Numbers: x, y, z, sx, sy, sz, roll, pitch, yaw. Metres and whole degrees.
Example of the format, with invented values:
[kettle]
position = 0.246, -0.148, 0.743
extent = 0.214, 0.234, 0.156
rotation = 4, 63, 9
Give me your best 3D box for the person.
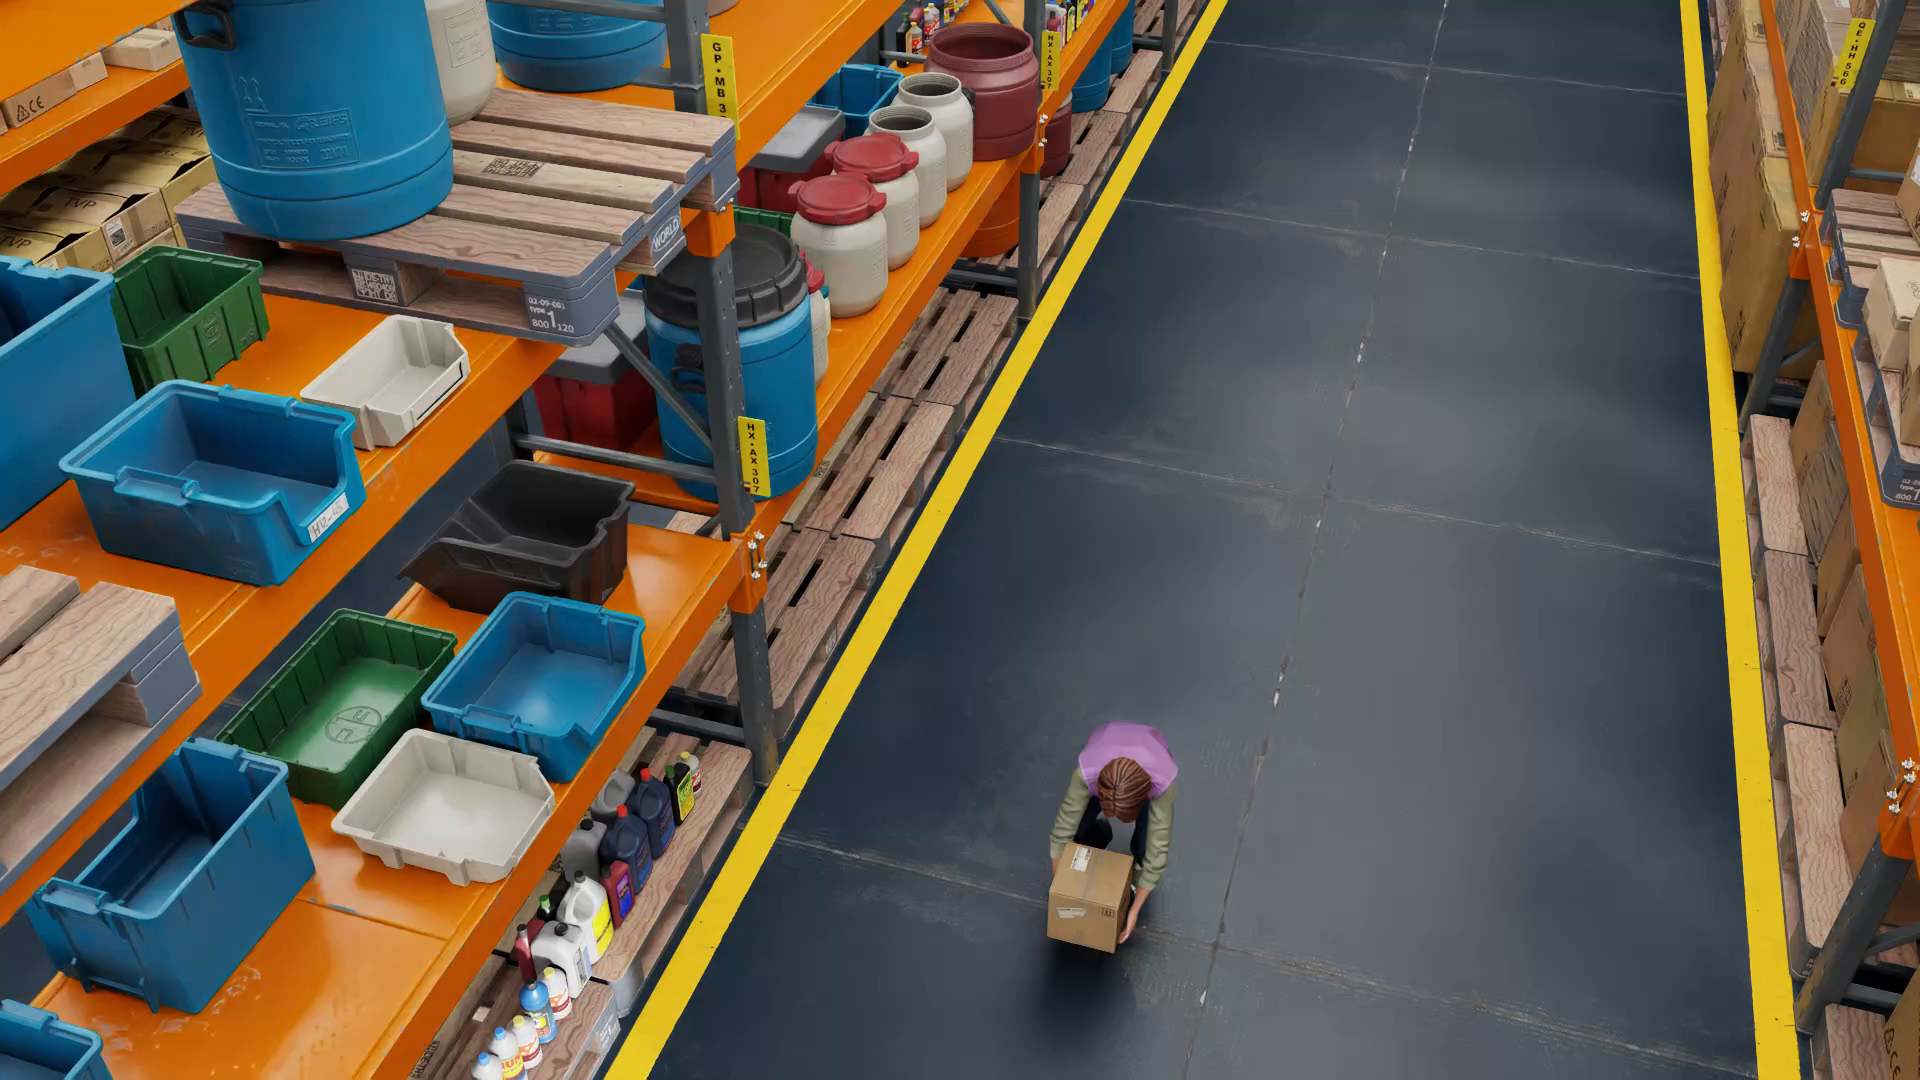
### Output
[person]
position = 0.596, 0.999, 6.187
extent = 0.438, 0.882, 0.811
rotation = 11, 39, 14
